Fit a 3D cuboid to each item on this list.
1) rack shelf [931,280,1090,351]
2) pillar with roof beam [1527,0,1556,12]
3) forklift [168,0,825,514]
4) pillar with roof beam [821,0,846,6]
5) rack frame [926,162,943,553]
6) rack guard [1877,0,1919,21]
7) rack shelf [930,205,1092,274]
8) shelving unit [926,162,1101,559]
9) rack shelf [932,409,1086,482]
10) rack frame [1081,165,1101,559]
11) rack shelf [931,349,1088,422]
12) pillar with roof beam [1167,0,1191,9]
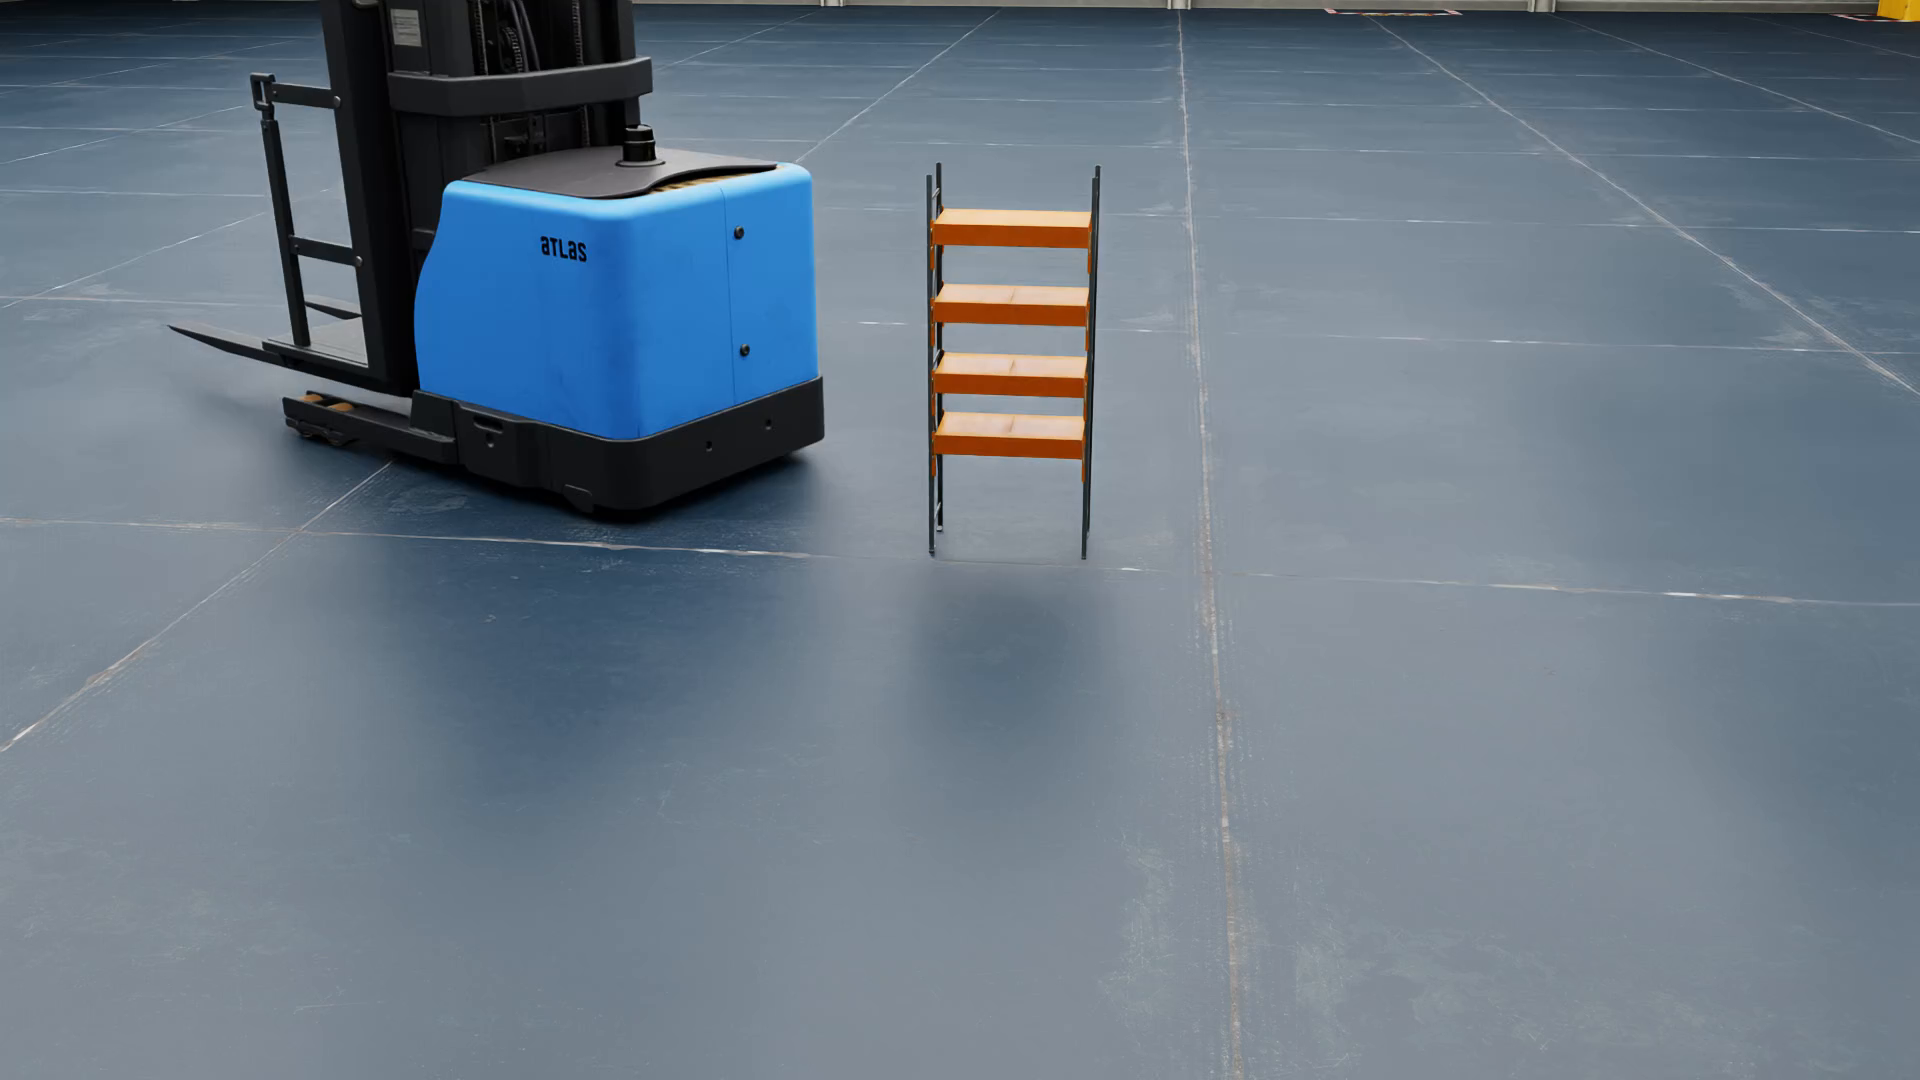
[{"bbox_3d":[0.164,-0.696,5.144,0.480,0.148,0.258,2,22,6],"label":"rack shelf"},{"bbox_3d":[9.197,-11.446,22.153,0.400,9.000,9.100,2,22,6],"label":"pillar with roof beam"},{"bbox_3d":[-2.000,-1.860,6.158,3.031,2.935,1.130,15,26,33],"label":"forklift"},{"bbox_3d":[-2.719,-11.966,23.466,0.400,9.000,9.100,2,22,6],"label":"pillar with roof beam"},{"bbox_3d":[-0.078,-0.561,5.228,0.015,1.200,0.240,2,22,6],"label":"rack frame"},{"bbox_3d":[14.941,-8.517,26.304,0.348,0.500,1.175,2,22,6],"label":"rack guard"},{"bbox_3d":[0.164,-0.916,5.057,0.480,0.148,0.258,2,22,6],"label":"rack shelf"},{"bbox_3d":[0.164,-0.551,5.201,0.503,1.200,0.258,2,22,6],"label":"shelving unit"},{"bbox_3d":[0.164,-0.304,5.299,0.480,0.148,0.258,2,22,6],"label":"rack shelf"},{"bbox_3d":[0.407,-0.540,5.174,0.015,1.200,0.240,2,22,6],"label":"rack frame"},{"bbox_3d":[0.164,-0.488,5.226,0.480,0.148,0.258,2,22,6],"label":"rack shelf"},{"bbox_3d":[3.239,-11.706,22.810,0.400,9.000,9.100,2,22,6],"label":"pillar with roof beam"}]
